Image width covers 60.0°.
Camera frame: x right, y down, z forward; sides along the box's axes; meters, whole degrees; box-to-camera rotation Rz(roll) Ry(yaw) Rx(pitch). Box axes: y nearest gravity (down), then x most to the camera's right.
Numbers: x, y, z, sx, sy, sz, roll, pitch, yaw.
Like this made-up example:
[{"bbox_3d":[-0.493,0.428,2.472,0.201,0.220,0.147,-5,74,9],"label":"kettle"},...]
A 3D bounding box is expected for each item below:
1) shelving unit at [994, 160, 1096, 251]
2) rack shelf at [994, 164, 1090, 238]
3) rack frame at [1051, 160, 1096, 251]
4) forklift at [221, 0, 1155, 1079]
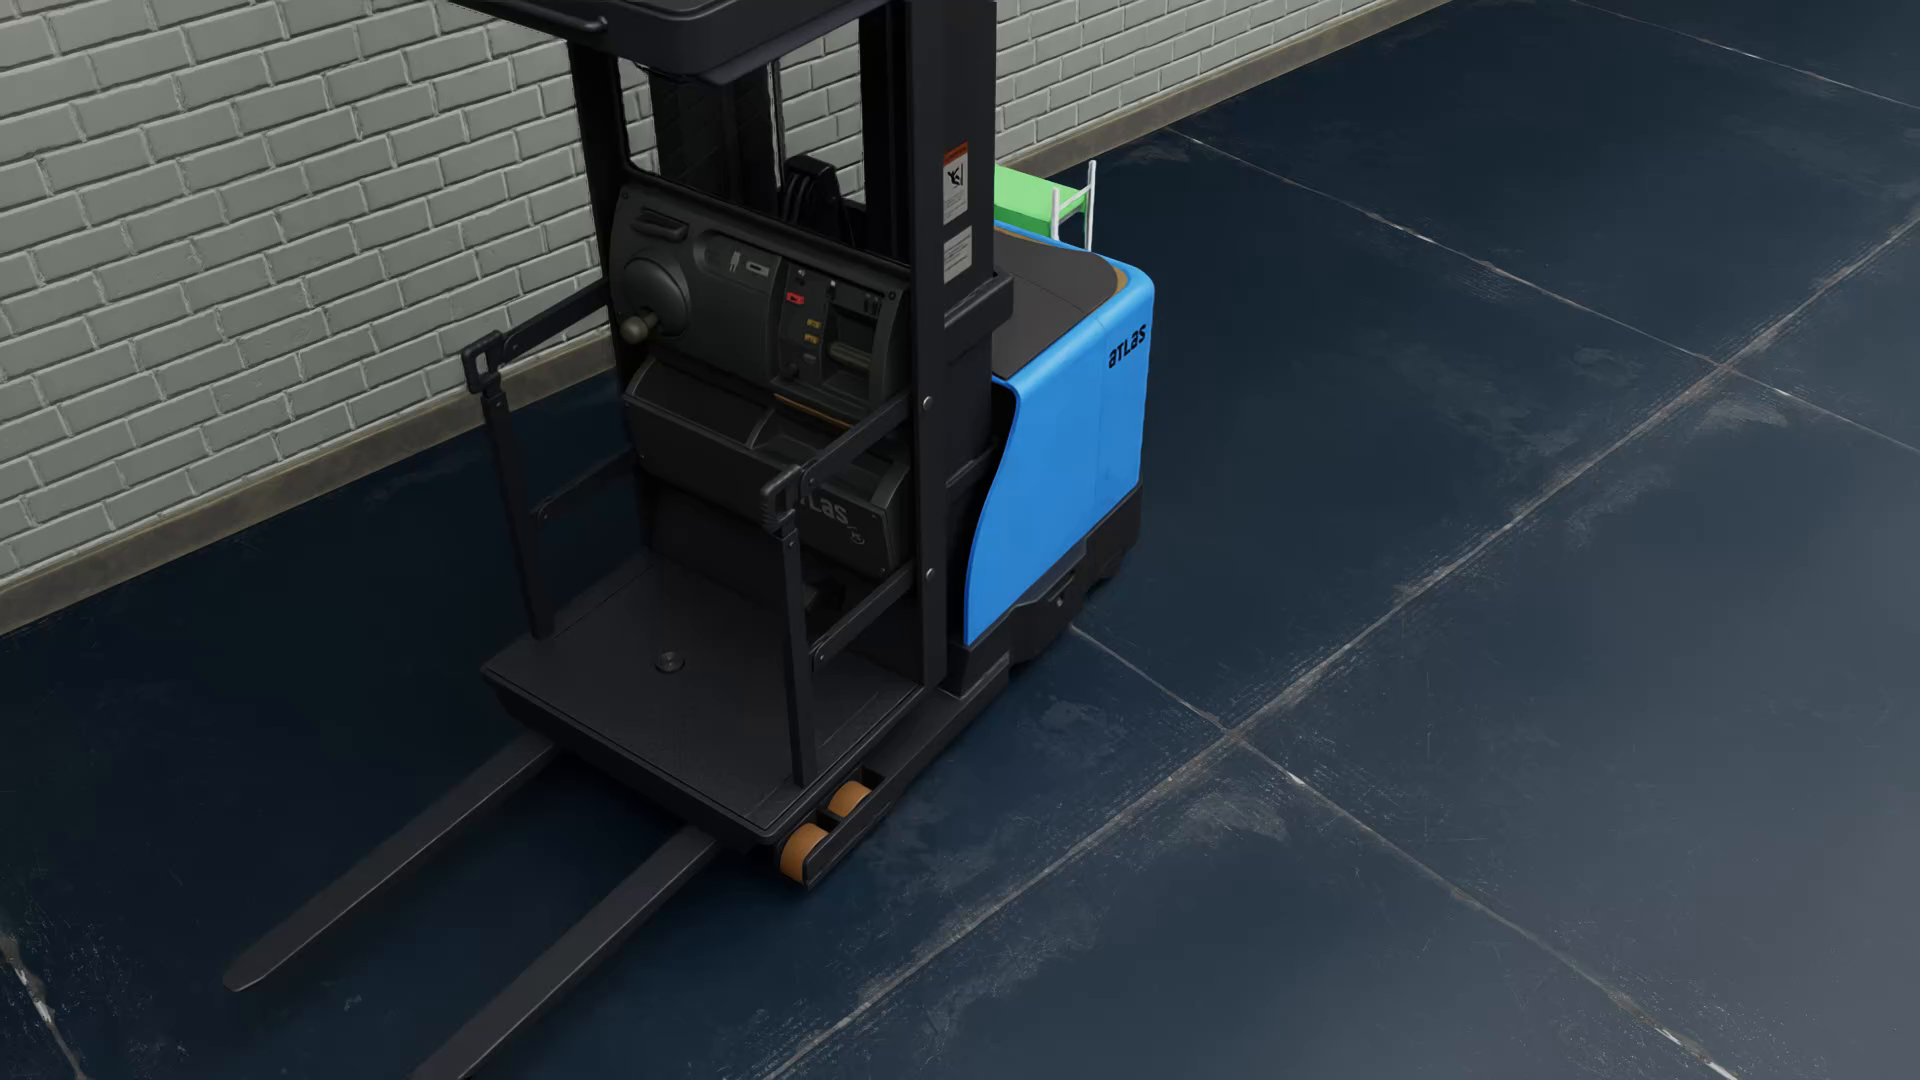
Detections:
[{"bbox_3d":[0.163,-0.781,5.762,0.503,1.200,0.258,24,45,26],"label":"shelving unit"},{"bbox_3d":[0.163,-1.104,5.500,0.480,0.148,0.258,24,45,26],"label":"rack shelf"},{"bbox_3d":[0.363,-0.693,5.653,0.015,1.200,0.240,24,45,26],"label":"rack frame"},{"bbox_3d":[-0.656,-0.541,4.087,1.130,2.935,3.031,24,45,27],"label":"forklift"}]
